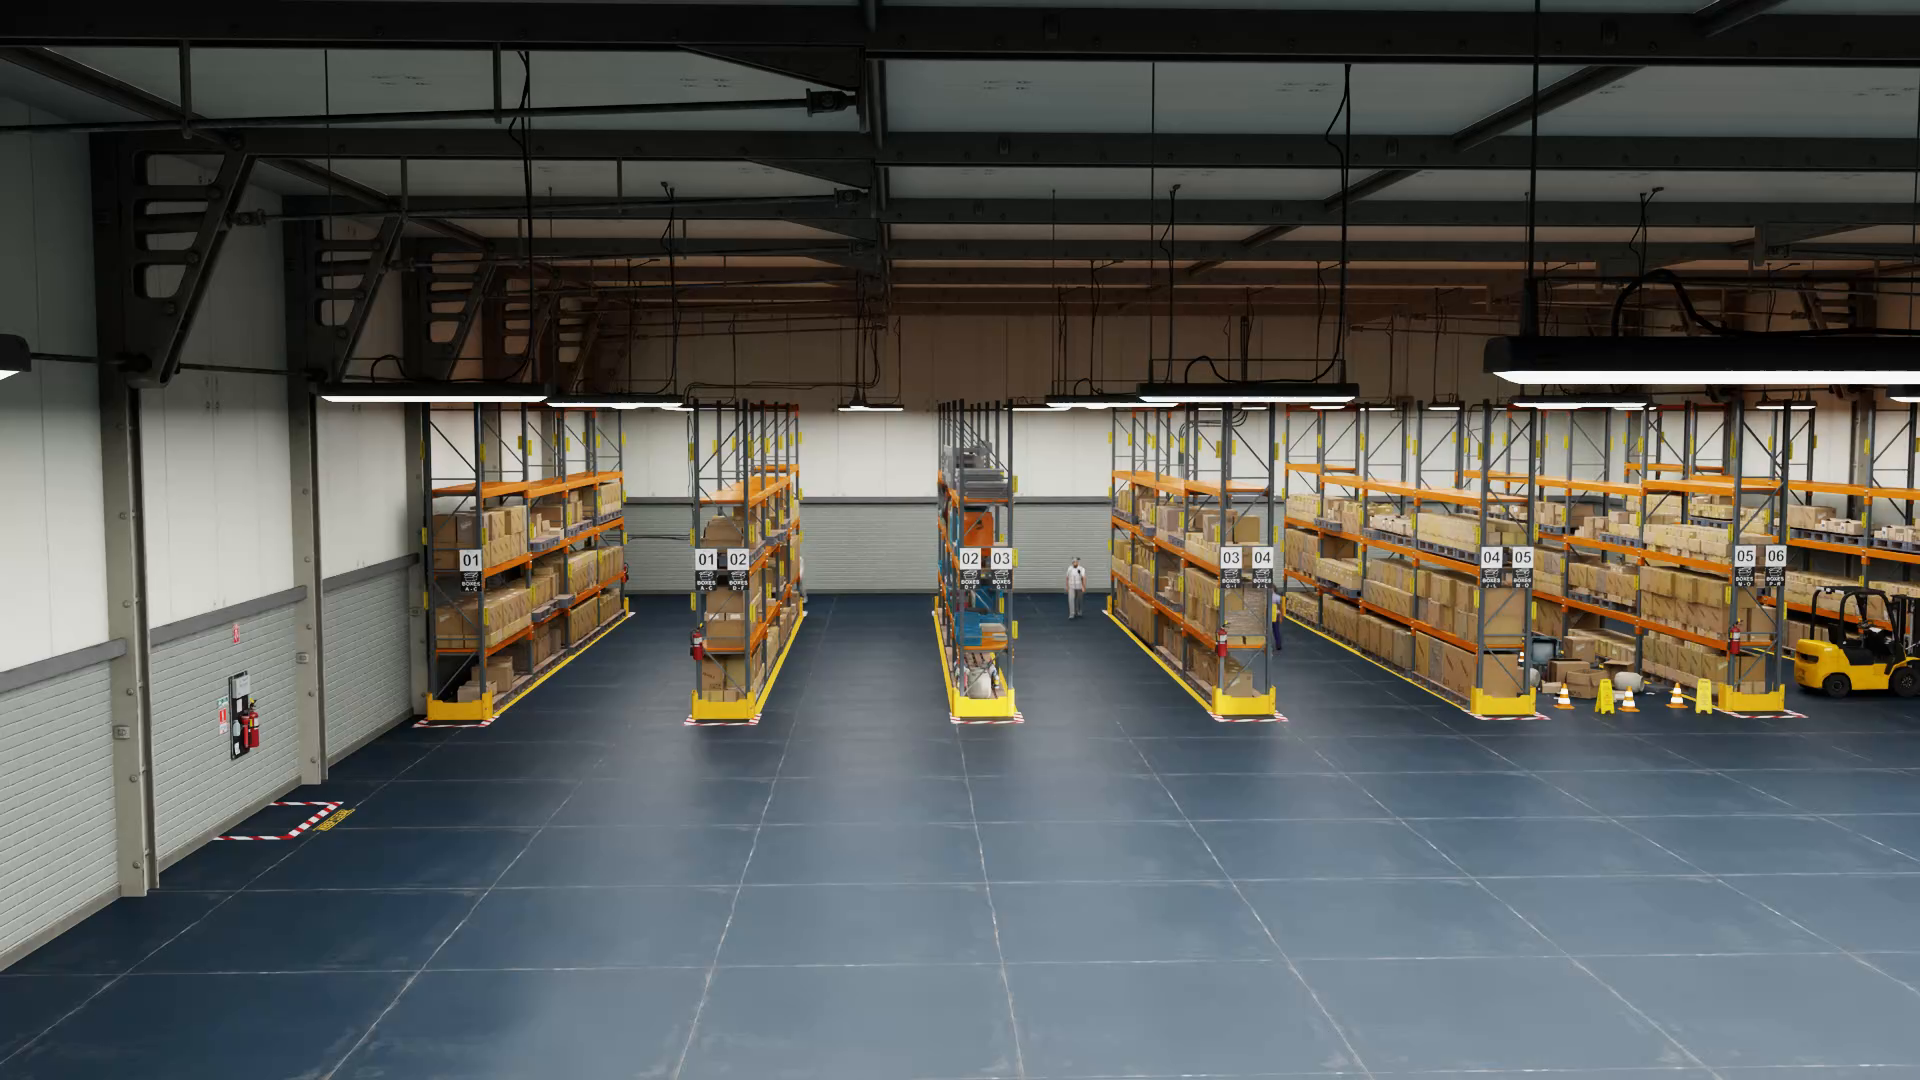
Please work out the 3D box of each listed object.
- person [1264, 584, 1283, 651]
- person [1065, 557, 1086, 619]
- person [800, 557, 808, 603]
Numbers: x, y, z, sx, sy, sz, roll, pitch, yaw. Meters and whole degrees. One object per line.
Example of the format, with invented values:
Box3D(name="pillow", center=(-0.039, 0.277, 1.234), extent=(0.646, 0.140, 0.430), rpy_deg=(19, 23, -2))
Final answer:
Box3D(name="person", center=(7.581, 1.861, 40.426), extent=(0.540, 1.600, 0.959), rpy_deg=(1, 4, 13))
Box3D(name="person", center=(3.236, 1.321, 46.569), extent=(0.577, 1.723, 1.079), rpy_deg=(0, 4, 5))
Box3D(name="person", center=(-4.943, 1.074, 49.706), extent=(0.628, 1.724, 1.045), rpy_deg=(3, 5, 31))
